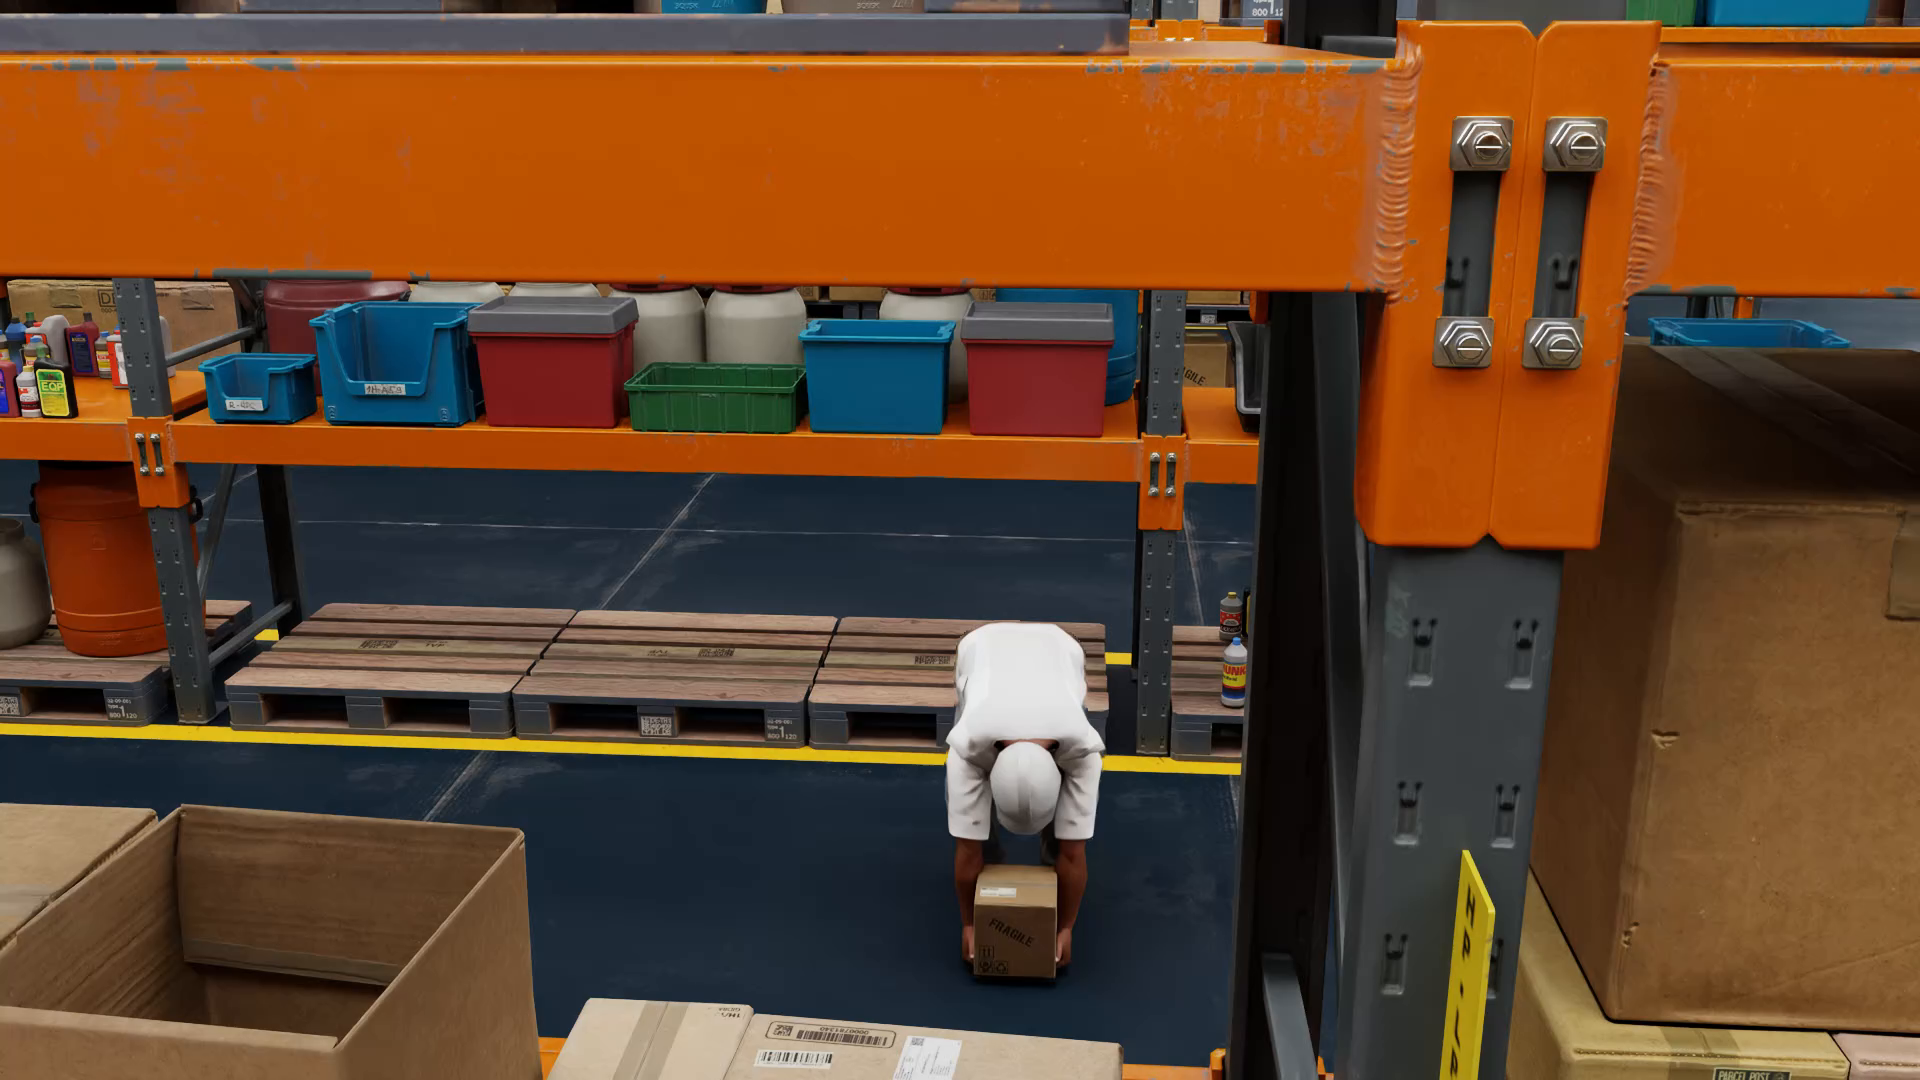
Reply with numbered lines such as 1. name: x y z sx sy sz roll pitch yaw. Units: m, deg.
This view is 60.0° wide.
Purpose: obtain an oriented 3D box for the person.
1. person: 0.203 0.795 5.350 0.507 0.938 0.974 0 17 1
